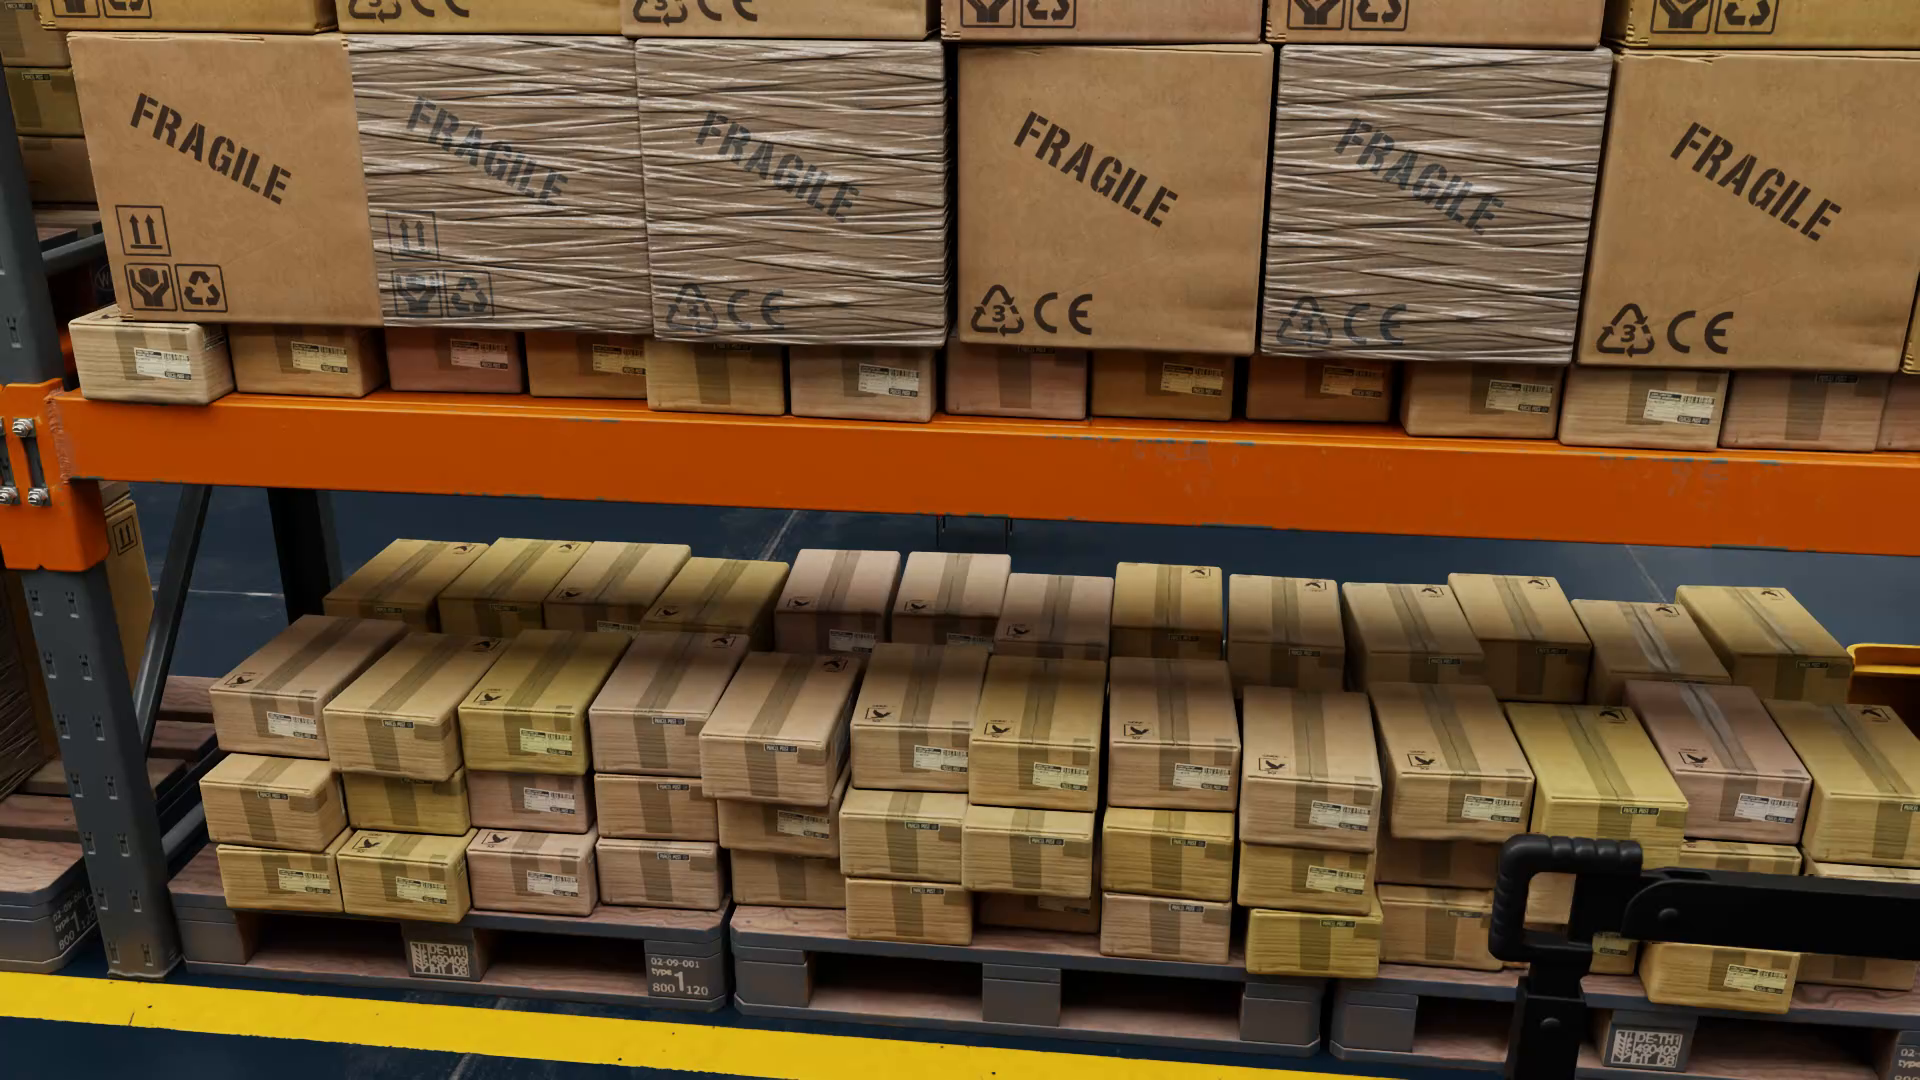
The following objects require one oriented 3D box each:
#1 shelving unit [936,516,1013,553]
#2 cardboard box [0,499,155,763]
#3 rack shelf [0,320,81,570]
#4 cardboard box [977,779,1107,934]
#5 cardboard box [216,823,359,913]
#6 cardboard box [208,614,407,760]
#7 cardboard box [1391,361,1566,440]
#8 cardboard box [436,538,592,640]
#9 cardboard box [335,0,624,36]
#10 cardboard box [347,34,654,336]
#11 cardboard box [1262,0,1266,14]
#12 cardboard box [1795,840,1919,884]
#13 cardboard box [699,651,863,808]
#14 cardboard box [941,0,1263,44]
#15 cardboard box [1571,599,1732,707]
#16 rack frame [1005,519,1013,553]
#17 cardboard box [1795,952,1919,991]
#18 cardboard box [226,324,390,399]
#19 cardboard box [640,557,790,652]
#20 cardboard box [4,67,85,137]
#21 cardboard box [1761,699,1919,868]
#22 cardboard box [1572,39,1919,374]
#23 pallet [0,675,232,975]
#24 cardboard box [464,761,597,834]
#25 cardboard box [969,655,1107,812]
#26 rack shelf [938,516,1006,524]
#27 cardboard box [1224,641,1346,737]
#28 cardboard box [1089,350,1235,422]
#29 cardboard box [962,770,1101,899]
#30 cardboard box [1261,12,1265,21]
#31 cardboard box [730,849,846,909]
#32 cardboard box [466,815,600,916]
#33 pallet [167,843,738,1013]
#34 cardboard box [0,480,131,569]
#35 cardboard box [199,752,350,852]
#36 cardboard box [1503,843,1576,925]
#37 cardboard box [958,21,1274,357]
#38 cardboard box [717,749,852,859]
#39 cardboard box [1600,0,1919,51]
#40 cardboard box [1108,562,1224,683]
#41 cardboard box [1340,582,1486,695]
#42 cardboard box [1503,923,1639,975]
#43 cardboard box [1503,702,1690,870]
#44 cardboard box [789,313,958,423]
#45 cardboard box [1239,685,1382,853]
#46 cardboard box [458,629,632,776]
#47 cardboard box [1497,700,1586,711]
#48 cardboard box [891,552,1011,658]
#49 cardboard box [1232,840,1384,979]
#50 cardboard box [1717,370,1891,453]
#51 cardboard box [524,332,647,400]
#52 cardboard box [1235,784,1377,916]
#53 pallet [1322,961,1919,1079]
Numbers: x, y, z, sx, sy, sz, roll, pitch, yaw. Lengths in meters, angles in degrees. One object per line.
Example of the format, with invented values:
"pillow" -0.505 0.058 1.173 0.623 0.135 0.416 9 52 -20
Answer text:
"shelving unit" 0.053 -0.486 5.741 0.252 1.050 0.215 2 22 6
"cardboard box" -2.405 0.203 4.175 0.500 0.500 0.500 3 22 8
"rack shelf" -3.689 -0.387 3.818 4.000 0.370 1.077 2 22 6
"cardboard box" 0.184 0.653 3.514 0.250 0.149 0.380 3 22 8
"cardboard box" -1.379 0.628 3.577 0.250 0.149 0.380 2 22 4
"cardboard box" -1.385 0.309 3.575 0.250 0.149 0.380 3 22 8
"cardboard box" 0.905 -0.311 2.987 0.250 0.149 0.380 2 22 4
"cardboard box" -1.060 0.136 4.014 0.250 0.149 0.380 3 22 7
"cardboard box" -0.767 -1.160 2.892 0.500 0.500 0.500 2 22 5
"cardboard box" -0.748 -0.688 3.059 0.500 0.500 0.500 2 22 6
"cardboard box" 0.839 -1.278 3.193 0.500 0.500 0.500 2 22 5
"cardboard box" 1.712 0.611 3.215 0.250 0.149 0.380 2 22 5
"cardboard box" -0.357 0.380 3.397 0.250 0.149 0.380 3 22 7
"cardboard box" 0.239 -1.104 2.751 0.500 0.500 0.500 2 22 4
"cardboard box" 1.501 0.277 3.656 0.250 0.149 0.380 3 22 7
"rack frame" 0.174 -0.481 5.728 0.008 1.050 0.200 2 22 6
"cardboard box" 1.722 0.722 3.341 0.250 0.149 0.380 3 22 7
"cardboard box" -1.195 -0.402 3.220 0.250 0.149 0.380 3 22 8
"cardboard box" -0.564 0.184 3.893 0.250 0.149 0.380 3 22 8
"cardboard box" -2.040 -1.037 3.849 0.250 0.149 0.380 3 22 7
"cardboard box" 1.714 0.461 3.190 0.250 0.149 0.380 3 22 7
"cardboard box" 1.282 -0.597 2.828 0.500 0.500 0.500 2 22 5
"pallet" -2.476 0.629 4.063 1.213 0.211 1.003 2 22 6
"cardboard box" -0.872 0.465 3.585 0.250 0.149 0.380 2 22 6
"cardboard box" 0.164 0.386 3.380 0.250 0.149 0.380 3 22 7
"rack shelf" 0.053 -0.218 5.847 0.240 0.259 0.215 2 22 6
"cardboard box" 0.744 0.375 3.812 0.250 0.149 0.380 1 22 4
"cardboard box" 0.378 -0.350 3.086 0.250 0.149 0.380 3 22 7
"cardboard box" 0.151 0.552 3.365 0.250 0.149 0.380 3 22 7
"cardboard box" 0.837 -0.807 3.360 0.500 0.500 0.500 3 22 7
"cardboard box" -0.333 0.623 3.590 0.250 0.149 0.380 2 22 4
"cardboard box" -0.862 0.632 3.568 0.250 0.149 0.380 2 22 6
"pallet" -1.032 0.678 3.938 1.213 0.211 1.003 2 22 6
"cardboard box" -2.405 -0.145 4.036 0.500 0.250 0.500 2 22 4
"cardboard box" -1.380 0.490 3.523 0.250 0.149 0.380 3 22 9
"cardboard box" 1.195 0.590 3.270 0.250 0.149 0.380 2 22 4
"cardboard box" 0.283 -0.640 2.939 0.500 0.500 0.500 4 22 9
"cardboard box" -0.334 0.498 3.501 0.250 0.149 0.380 4 22 9
"cardboard box" 1.283 -1.063 2.648 0.500 0.500 0.500 2 22 4
"cardboard box" 0.480 0.195 3.863 0.250 0.149 0.380 3 22 7
"cardboard box" 1.010 0.239 3.753 0.250 0.149 0.380 1 22 4
"cardboard box" 1.203 0.705 3.384 0.250 0.149 0.380 2 22 6
"cardboard box" 1.199 0.465 3.182 0.250 0.149 0.380 2 22 5
"cardboard box" -0.146 -0.347 3.080 0.250 0.149 0.380 3 22 9
"cardboard box" 0.676 0.439 3.246 0.250 0.149 0.380 3 22 8
"cardboard box" -0.862 0.336 3.508 0.250 0.149 0.380 2 22 6
"cardboard box" 1.261 0.403 3.742 0.250 0.149 0.380 3 22 7
"cardboard box" -0.015 0.169 3.930 0.250 0.149 0.380 2 22 4
"cardboard box" 0.695 0.711 3.369 0.250 0.149 0.380 2 22 4
"cardboard box" 1.419 -0.286 2.925 0.250 0.149 0.380 2 22 6
"cardboard box" -0.655 -0.396 3.204 0.250 0.149 0.380 2 22 4
"cardboard box" 0.680 0.572 3.315 0.250 0.149 0.380 3 22 7
"pallet" 1.391 0.783 3.671 1.213 0.211 1.003 2 22 6
